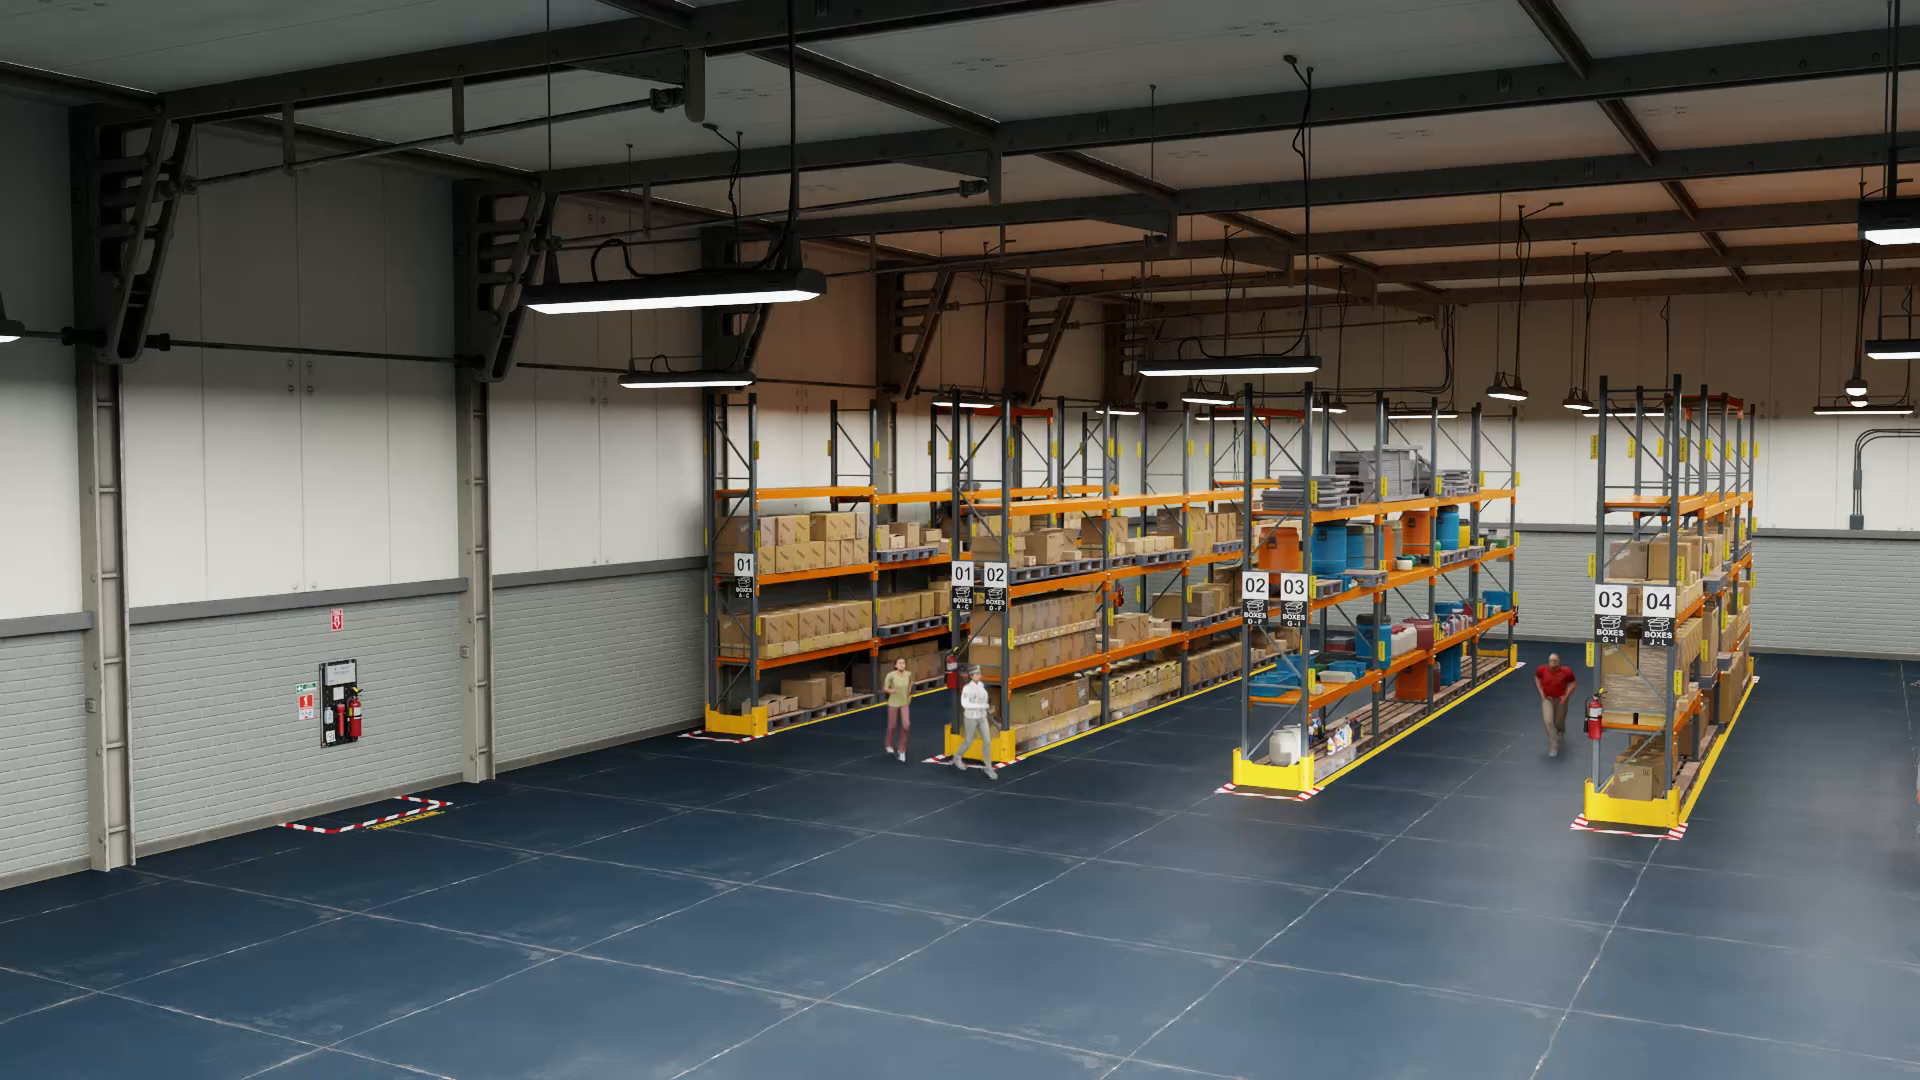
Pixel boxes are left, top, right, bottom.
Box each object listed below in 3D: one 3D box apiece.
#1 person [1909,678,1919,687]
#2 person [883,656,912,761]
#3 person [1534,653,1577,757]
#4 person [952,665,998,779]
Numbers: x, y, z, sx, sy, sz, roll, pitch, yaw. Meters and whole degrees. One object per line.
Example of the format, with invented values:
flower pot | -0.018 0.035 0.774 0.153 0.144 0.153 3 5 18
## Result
person | 20.524 2.285 34.964 0.853 1.645 0.675 0 3 -7
person | -1.002 2.725 27.024 0.522 1.716 0.797 -1 3 -11
person | 9.866 2.699 27.544 0.666 1.722 0.921 2 4 29
person | 0.220 2.763 25.520 0.600 1.724 0.896 -3 4 -43
